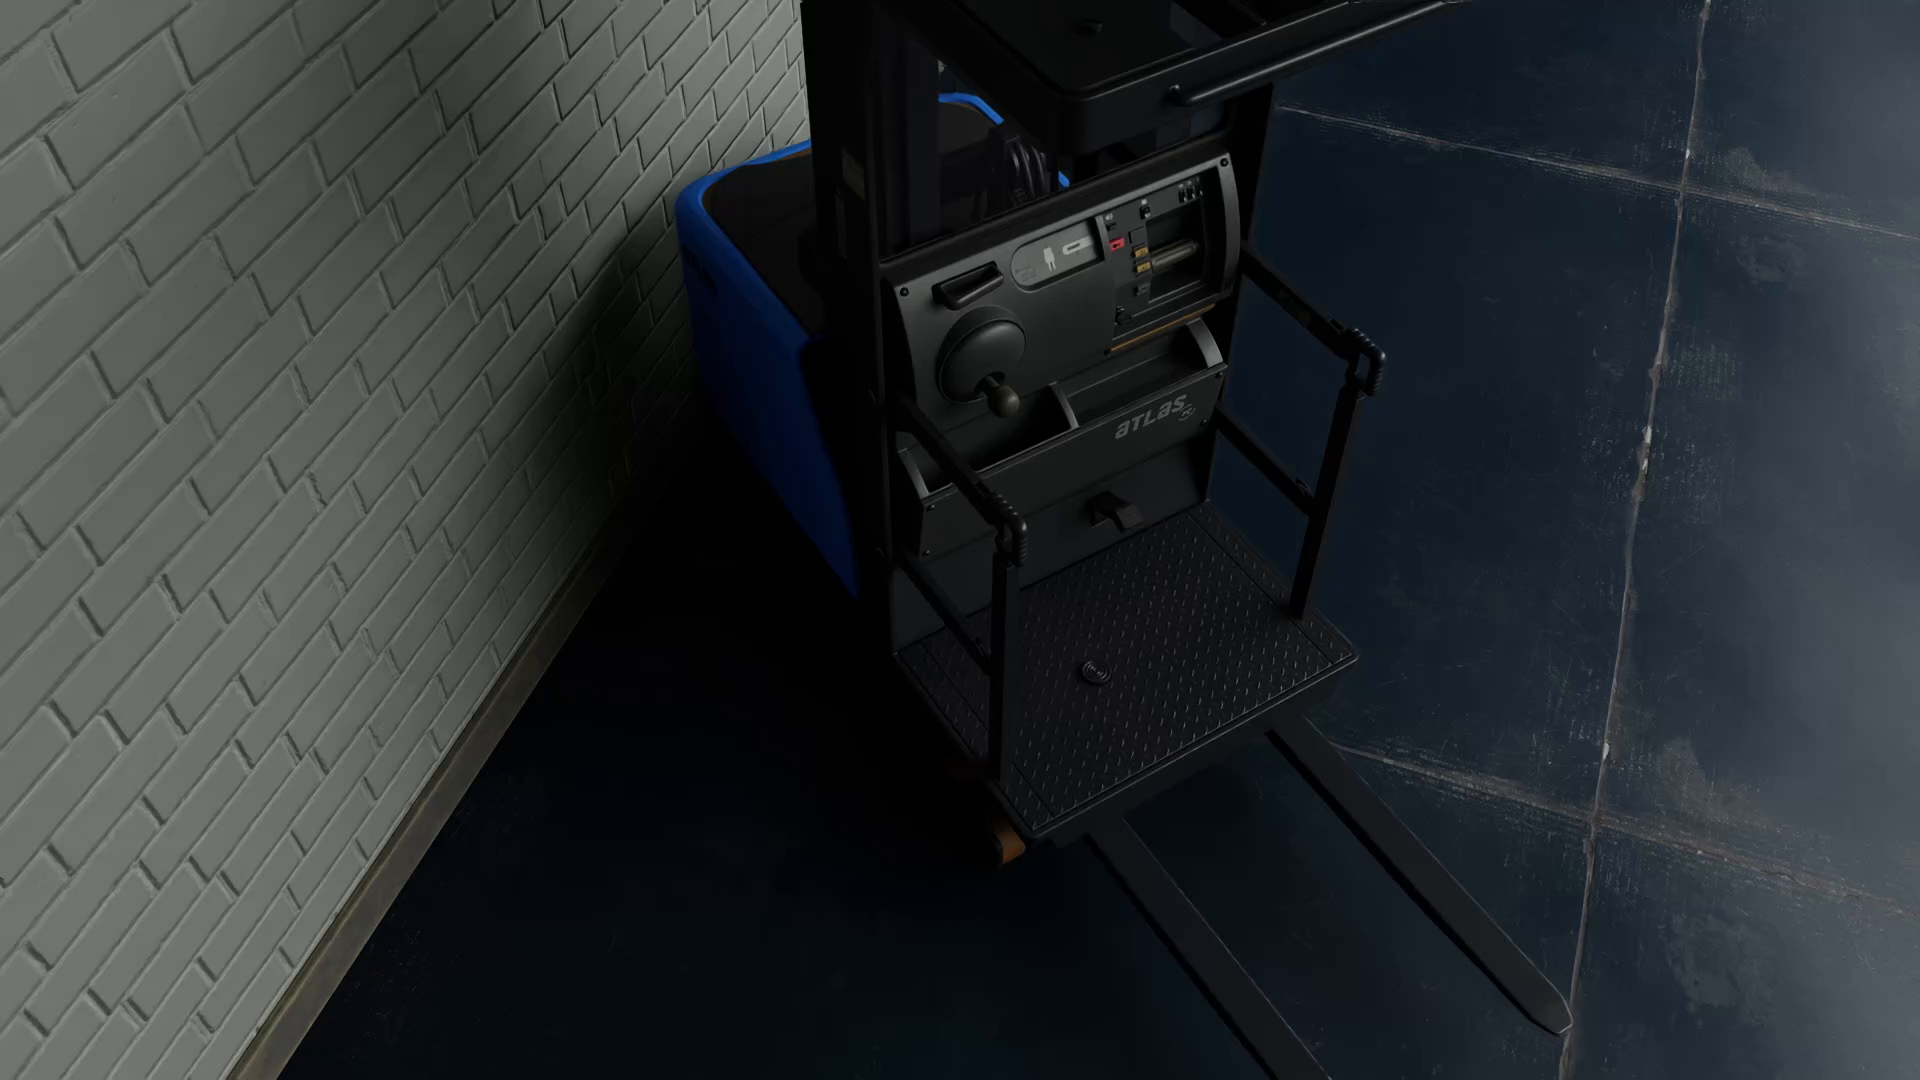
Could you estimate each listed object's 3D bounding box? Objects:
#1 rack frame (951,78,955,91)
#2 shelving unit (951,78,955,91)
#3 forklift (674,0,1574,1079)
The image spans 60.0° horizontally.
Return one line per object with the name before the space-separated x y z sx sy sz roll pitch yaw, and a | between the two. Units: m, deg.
rack frame | 0.005 -1.103 5.610 0.006 0.900 0.240 -11 50 -9
shelving unit | -0.093 -1.084 5.594 0.210 0.900 0.258 -11 50 -9
forklift | 0.379 -0.500 3.744 1.130 2.935 3.031 -25 54 -20
